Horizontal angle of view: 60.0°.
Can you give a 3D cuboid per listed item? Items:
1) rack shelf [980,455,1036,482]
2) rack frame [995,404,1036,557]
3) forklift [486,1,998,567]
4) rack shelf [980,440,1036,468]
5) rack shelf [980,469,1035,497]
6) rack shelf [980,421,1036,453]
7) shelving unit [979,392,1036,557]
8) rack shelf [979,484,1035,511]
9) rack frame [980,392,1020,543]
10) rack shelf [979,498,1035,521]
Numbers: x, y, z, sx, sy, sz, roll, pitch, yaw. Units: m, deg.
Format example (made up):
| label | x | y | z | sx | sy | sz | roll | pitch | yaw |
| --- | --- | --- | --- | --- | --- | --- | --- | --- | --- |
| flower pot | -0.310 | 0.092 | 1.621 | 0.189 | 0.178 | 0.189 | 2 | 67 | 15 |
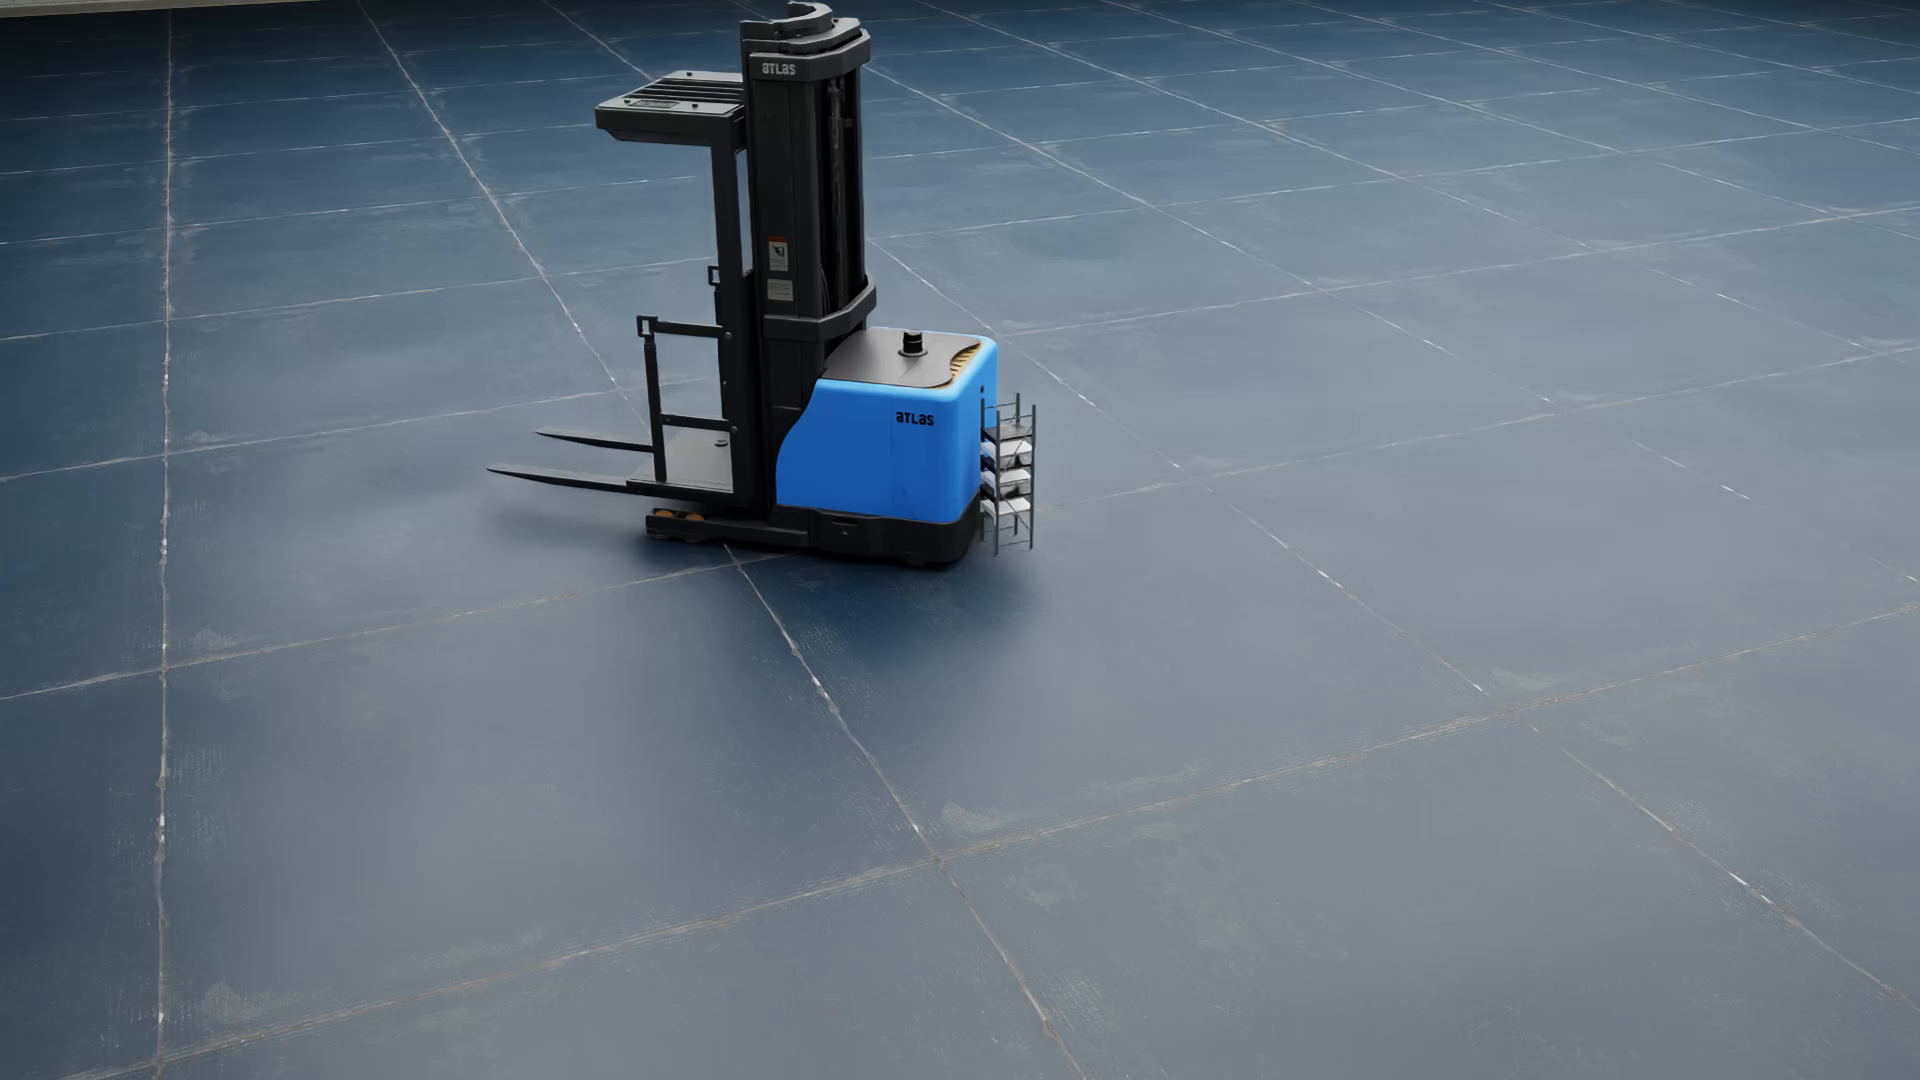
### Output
| label | x | y | z | sx | sy | sz | roll | pitch | yaw |
| --- | --- | --- | --- | --- | --- | --- | --- | --- | --- |
| rack shelf | 0.270 | -0.420 | 9.456 | 0.258 | 0.077 | 0.200 | -11 | 28 | -21 |
| rack frame | 0.312 | -0.329 | 9.398 | 0.240 | 0.900 | 0.006 | -11 | 28 | -21 |
| forklift | -1.342 | -1.514 | 9.511 | 3.031 | 2.935 | 1.130 | 7 | 27 | 14 |
| rack shelf | 0.270 | -0.501 | 9.417 | 0.258 | 0.077 | 0.200 | -11 | 28 | -21 |
| rack shelf | 0.270 | -0.340 | 9.496 | 0.258 | 0.077 | 0.200 | -11 | 28 | -21 |
| rack shelf | 0.270 | -0.582 | 9.377 | 0.258 | 0.077 | 0.200 | -11 | 28 | -21 |
| shelving unit | 0.270 | -0.370 | 9.481 | 0.258 | 0.900 | 0.210 | -11 | 28 | -21 |
| rack shelf | 0.270 | -0.259 | 9.535 | 0.258 | 0.077 | 0.200 | -11 | 28 | -21 |
| rack frame | 0.229 | -0.410 | 9.565 | 0.240 | 0.900 | 0.006 | -11 | 28 | -21 |
| rack shelf | 0.270 | -0.178 | 9.575 | 0.258 | 0.077 | 0.200 | -11 | 28 | -21 |
